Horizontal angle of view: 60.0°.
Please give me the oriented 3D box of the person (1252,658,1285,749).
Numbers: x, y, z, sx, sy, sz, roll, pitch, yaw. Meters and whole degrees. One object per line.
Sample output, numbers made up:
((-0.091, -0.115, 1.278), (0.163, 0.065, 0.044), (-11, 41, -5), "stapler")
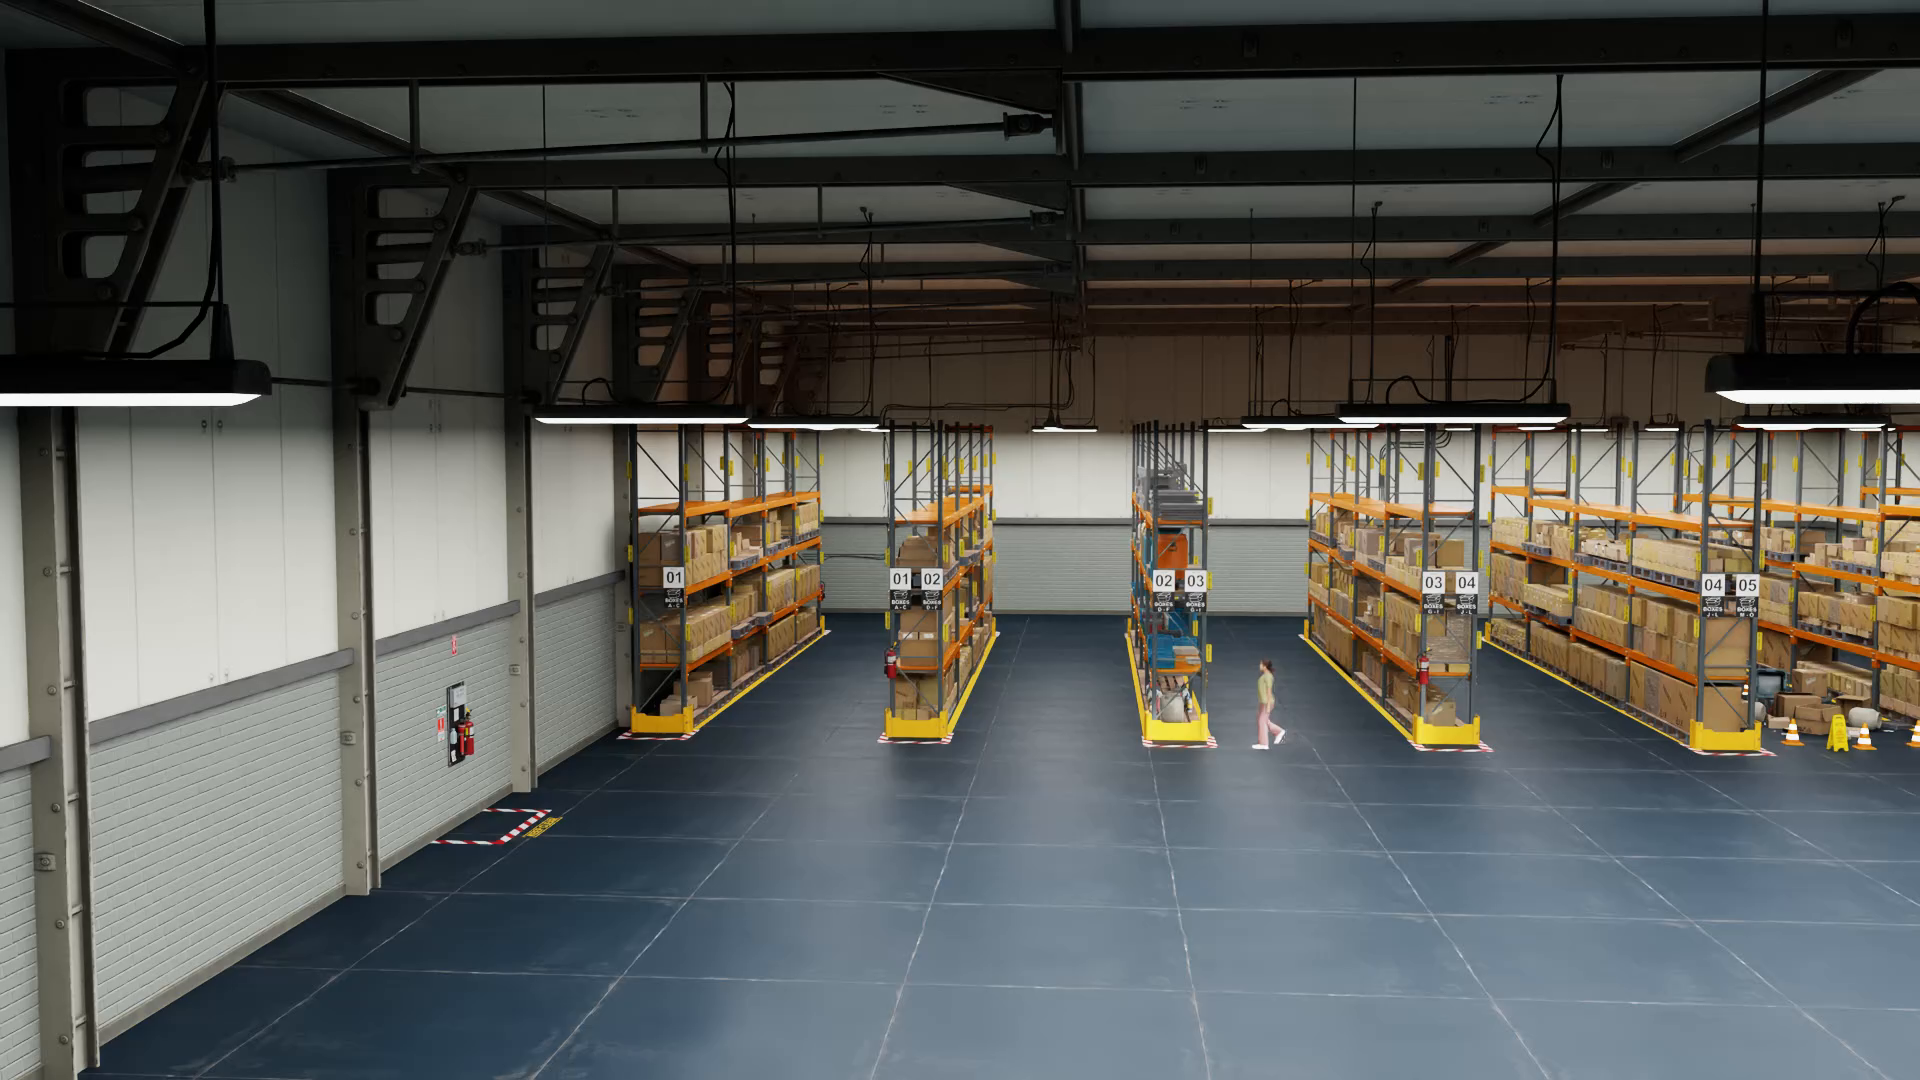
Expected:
((5.624, 2.967, 30.204), (0.650, 1.656, 0.435), (0, 4, -7), "person")
